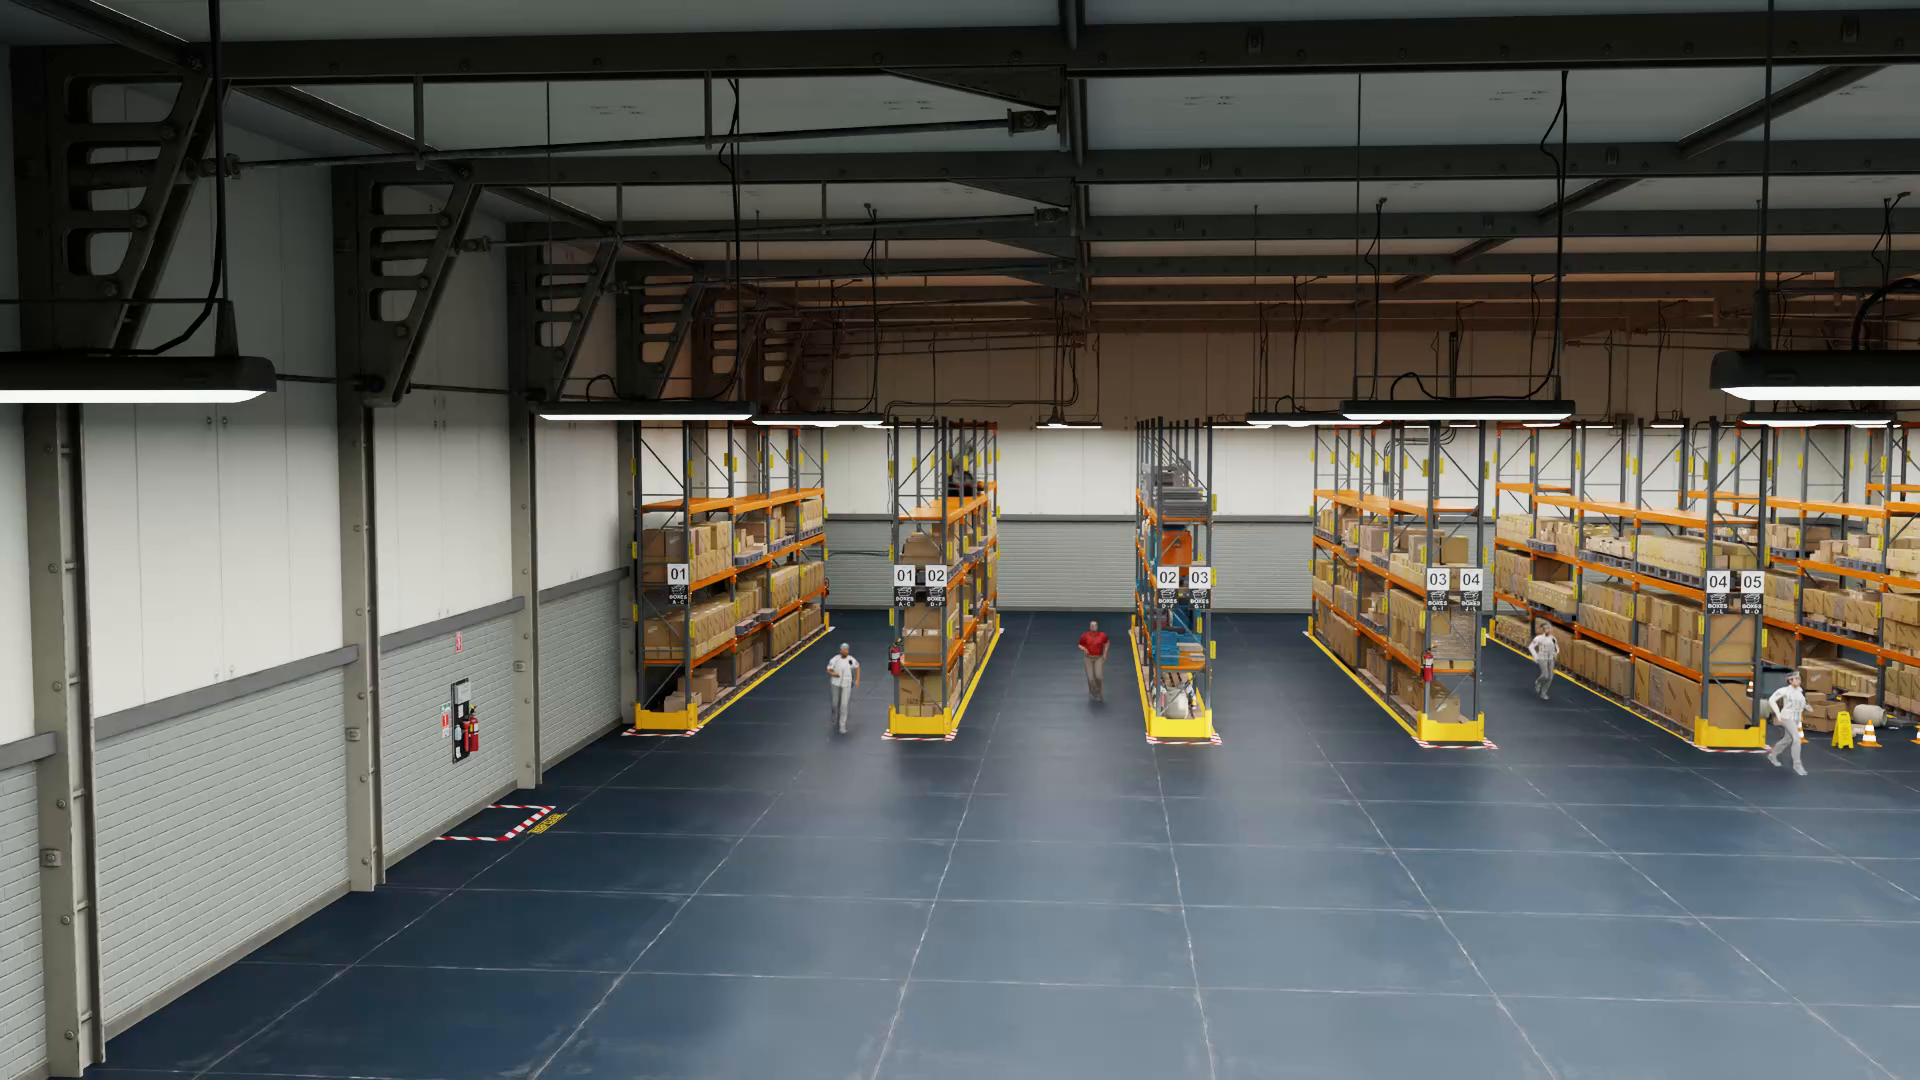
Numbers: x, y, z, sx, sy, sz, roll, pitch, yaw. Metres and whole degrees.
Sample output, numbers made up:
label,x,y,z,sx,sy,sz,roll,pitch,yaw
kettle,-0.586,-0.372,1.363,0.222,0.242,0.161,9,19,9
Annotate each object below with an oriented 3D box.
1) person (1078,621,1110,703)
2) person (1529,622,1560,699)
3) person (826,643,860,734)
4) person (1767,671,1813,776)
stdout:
label,x,y,z,sx,sy,sz,roll,pitch,yaw
person,2.828,2.579,35.203,0.650,1.745,0.710,1,4,8
person,12.540,2.576,35.541,0.608,1.656,0.540,0,4,-6
person,-2.244,2.823,31.935,0.646,1.674,0.887,0,4,-1
person,13.985,3.049,28.017,0.605,1.725,0.813,-2,4,-30
